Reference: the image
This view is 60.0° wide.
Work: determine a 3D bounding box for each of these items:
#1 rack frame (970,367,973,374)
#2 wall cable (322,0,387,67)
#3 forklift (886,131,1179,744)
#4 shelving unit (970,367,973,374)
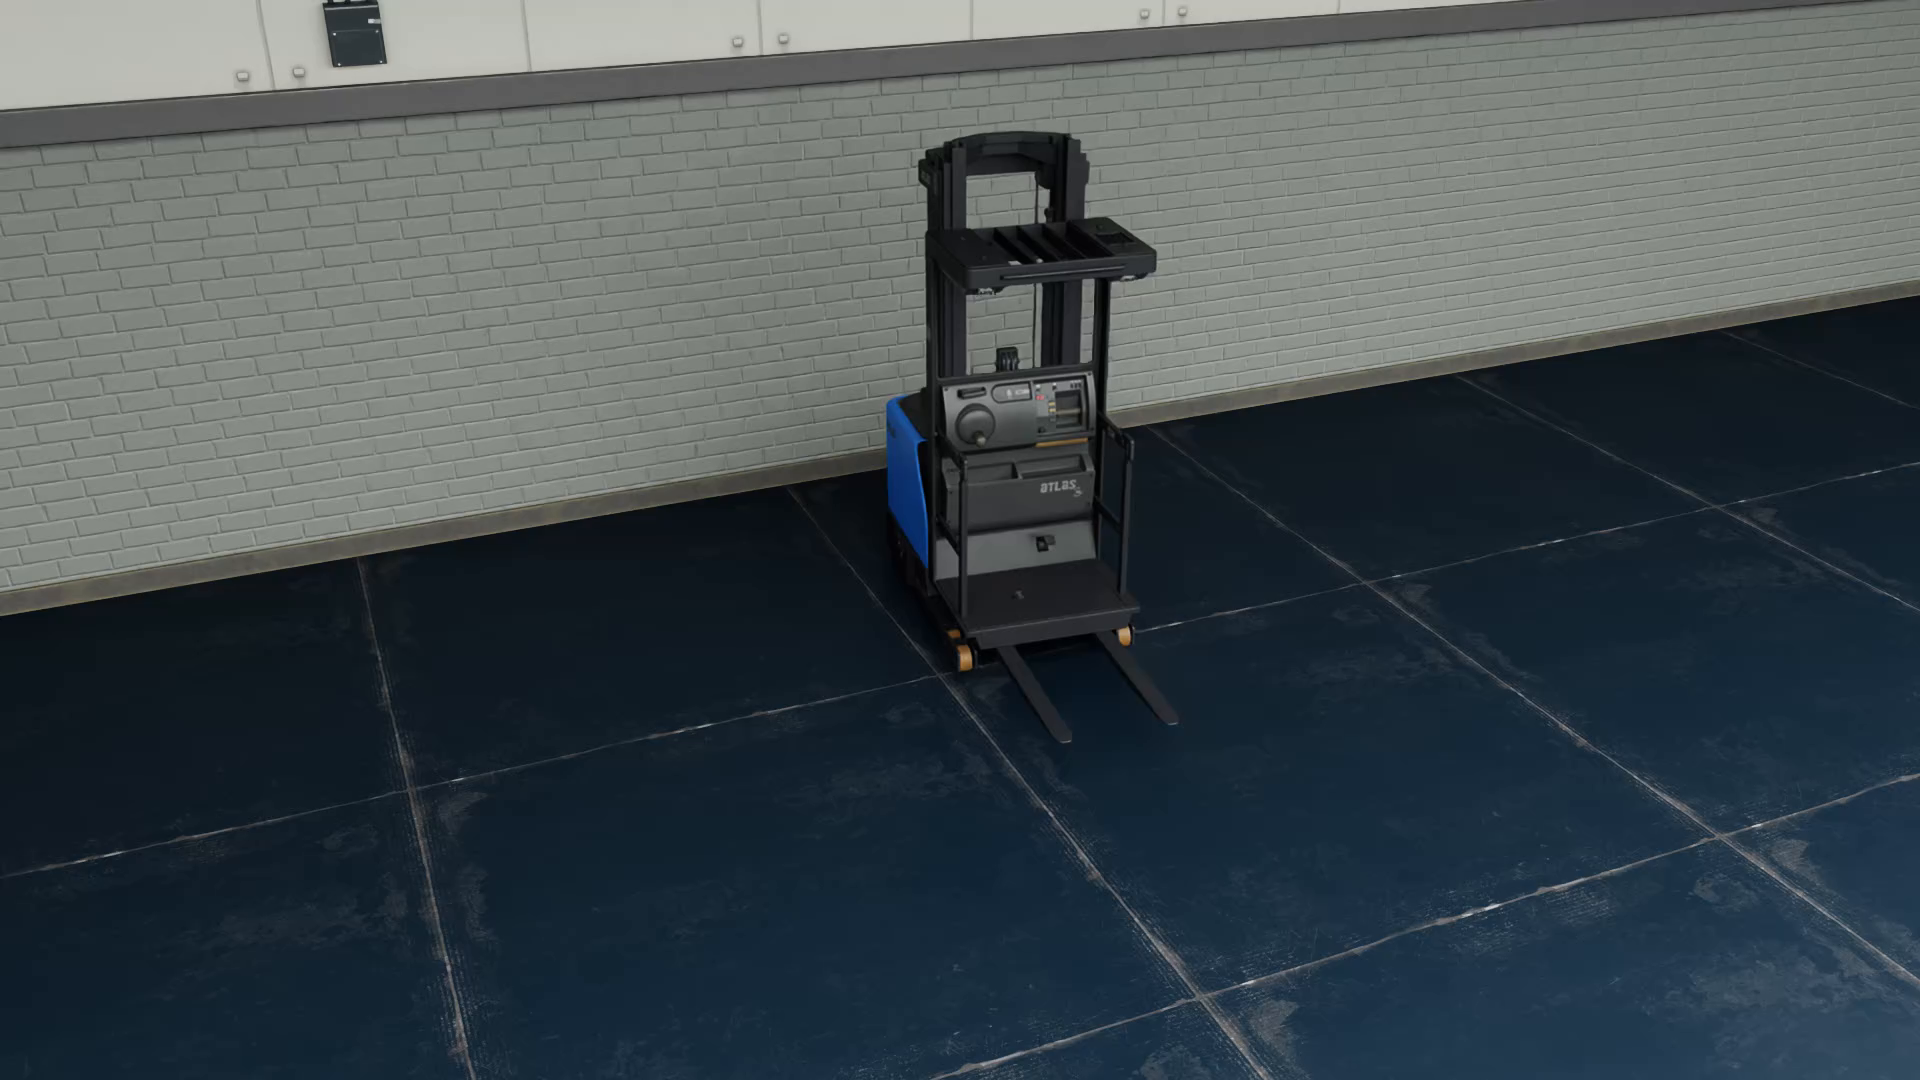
[{"bbox_3d":[-0.029,-0.593,11.243,0.240,1.200,0.006,-8,27,-15],"label":"rack frame"},{"bbox_3d":[-2.653,-5.701,8.941,2.305,6.003,0.169,-11,28,-21],"label":"wall cable"},{"bbox_3d":[0.413,-0.731,9.554,1.130,2.935,3.031,-8,27,-15],"label":"forklift"},{"bbox_3d":[-0.055,-0.632,11.322,0.258,1.200,0.189,-8,27,-15],"label":"shelving unit"}]
